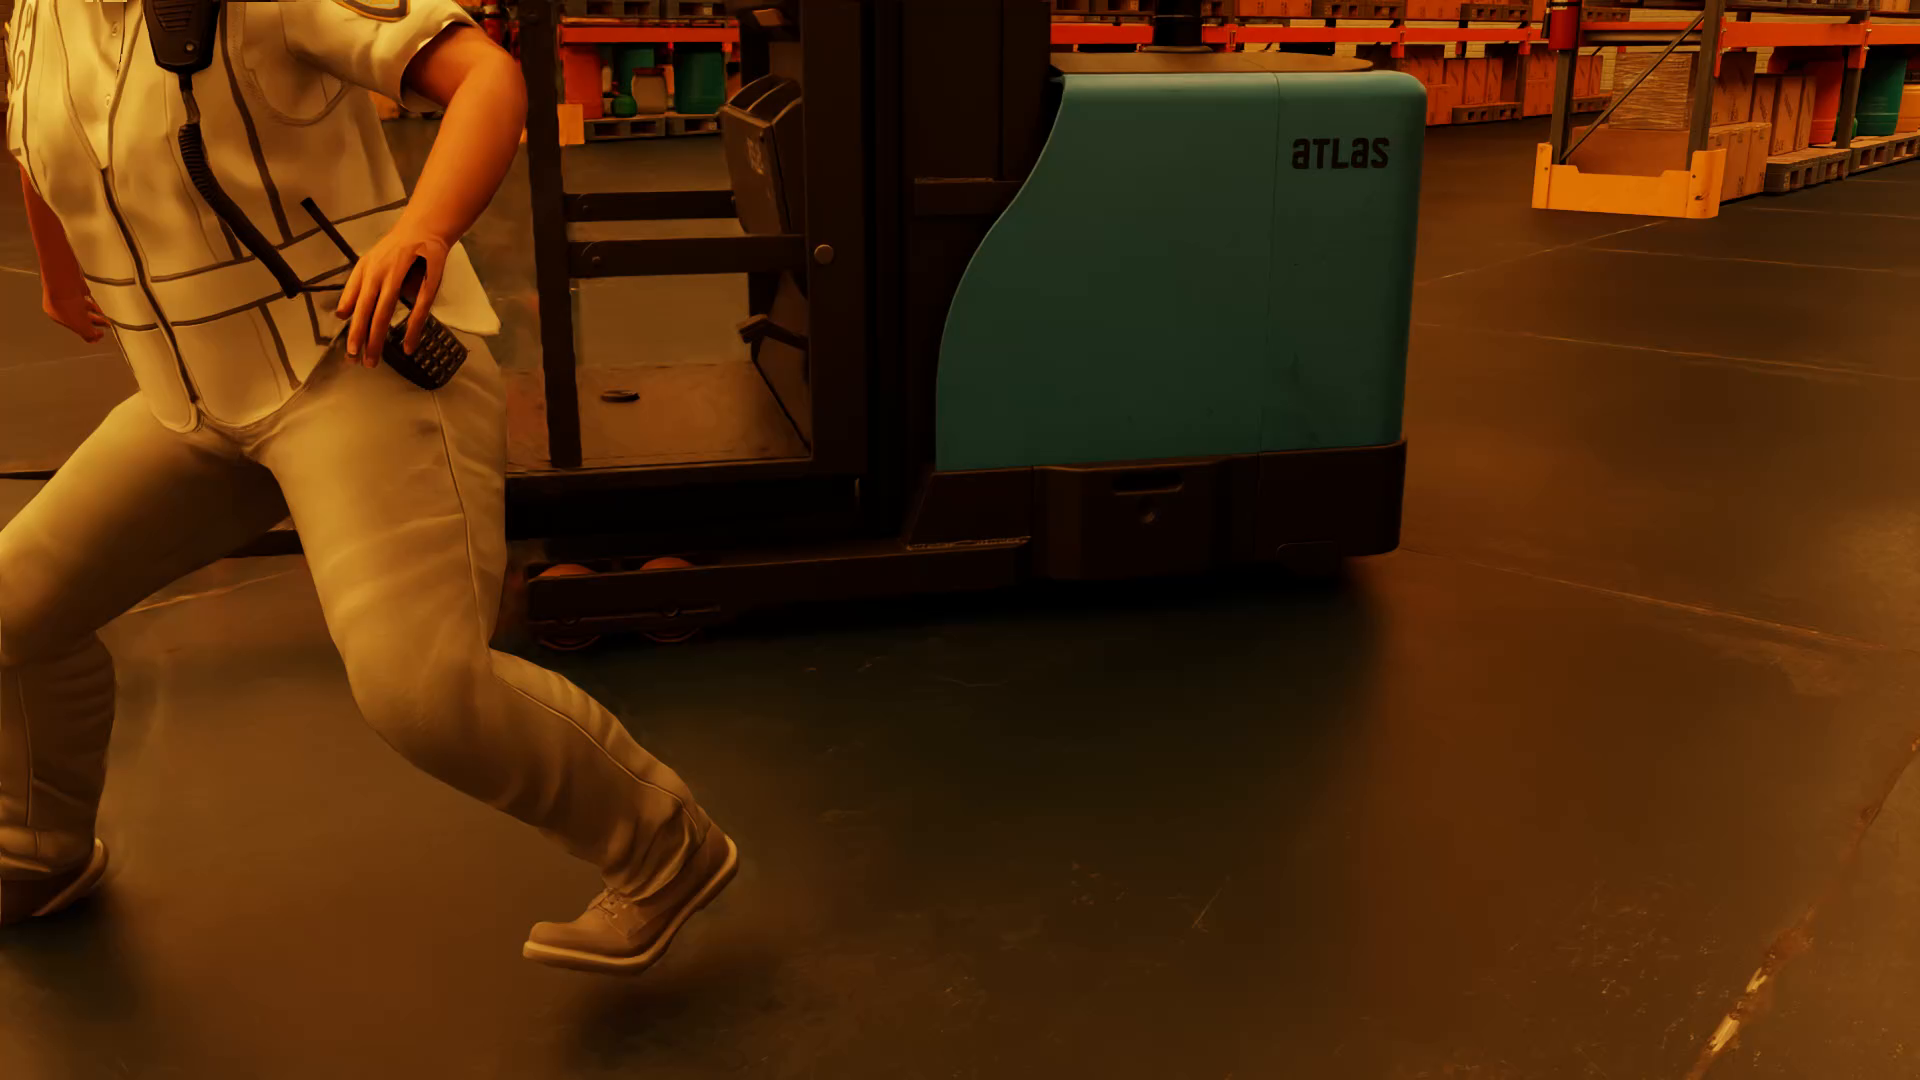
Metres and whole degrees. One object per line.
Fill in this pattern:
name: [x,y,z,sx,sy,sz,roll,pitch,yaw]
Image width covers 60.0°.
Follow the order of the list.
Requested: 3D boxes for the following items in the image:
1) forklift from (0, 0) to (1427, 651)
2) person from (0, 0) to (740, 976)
forklift: [-0.604,-1.355,3.361,3.031,2.935,1.130,-4,17,-13]
person: [-0.873,-0.147,2.000,1.091,1.602,0.539,9,19,27]
